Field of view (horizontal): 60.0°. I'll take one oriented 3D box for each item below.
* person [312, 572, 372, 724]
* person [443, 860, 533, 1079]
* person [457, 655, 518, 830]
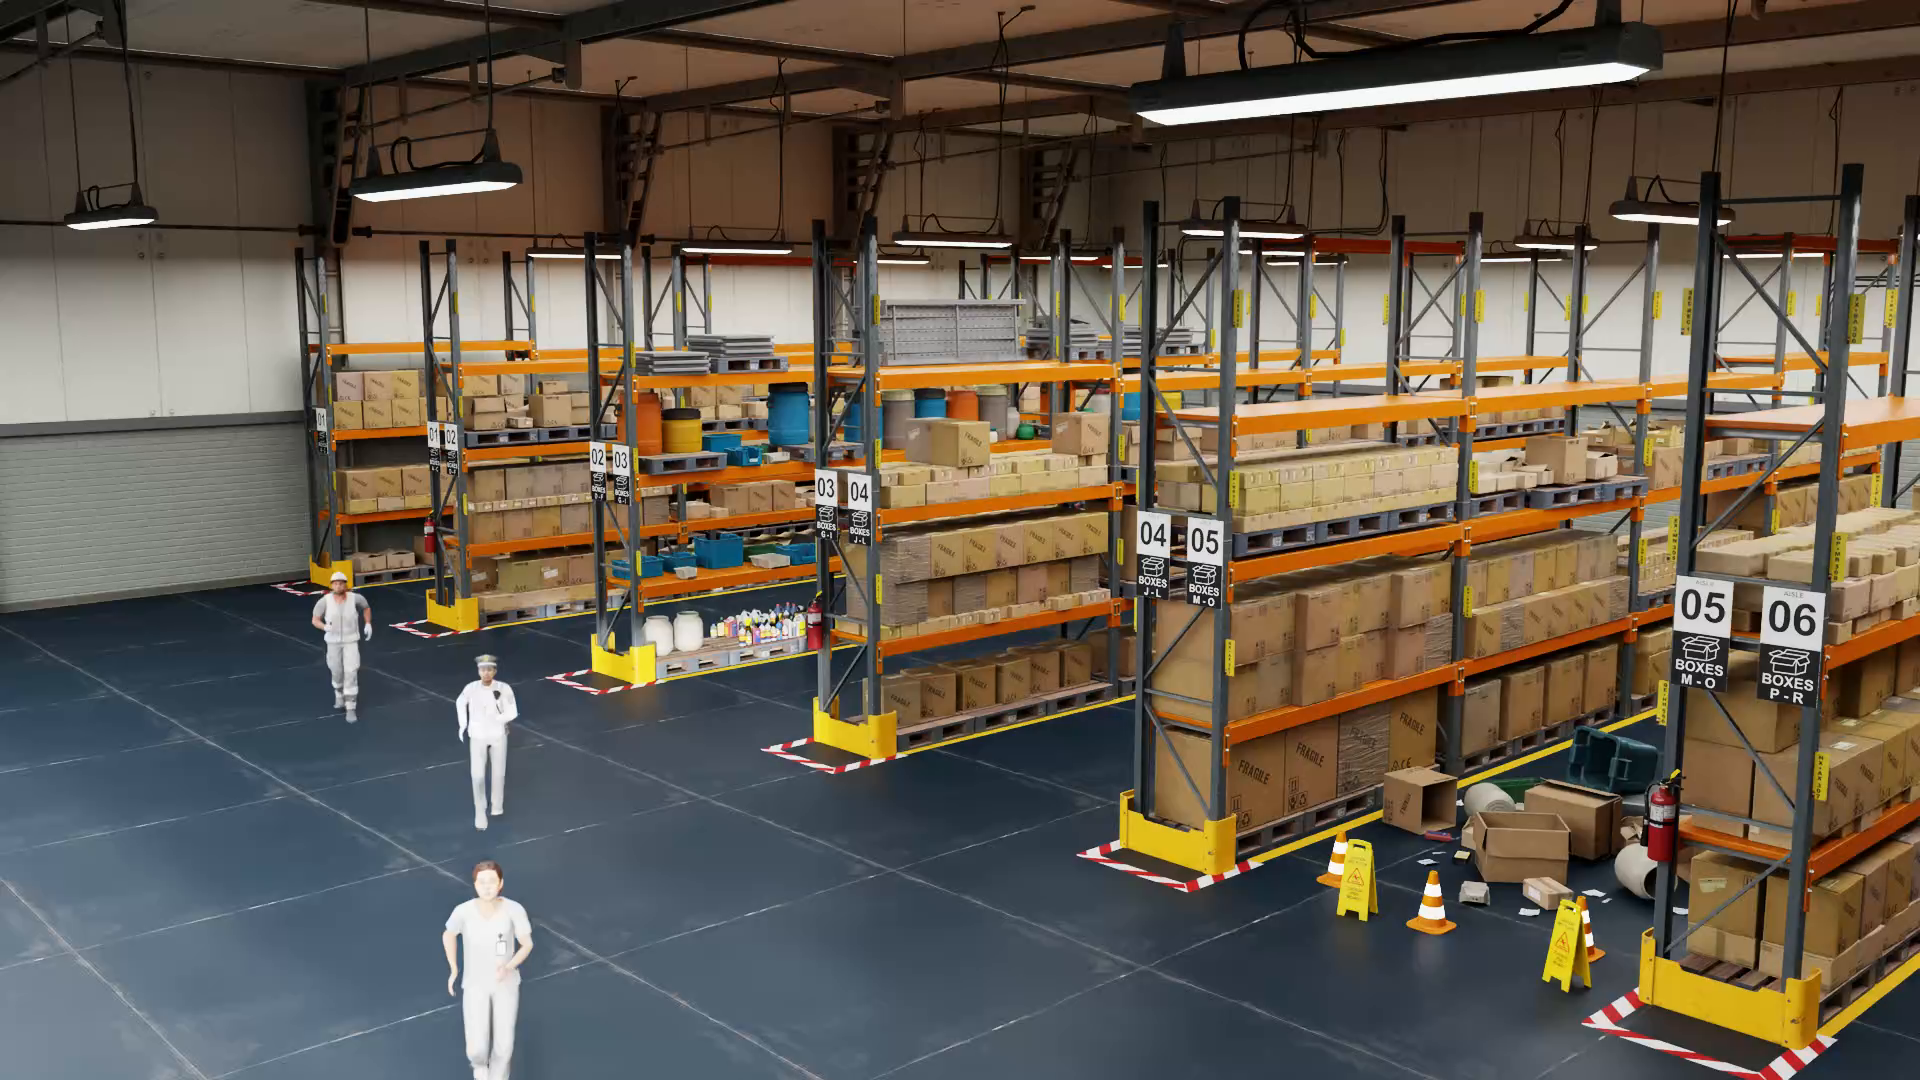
[{"bbox_3d":[-7.598,1.284,20.481,0.684,1.829,0.854,-3,9,-18],"label":"person"},{"bbox_3d":[-2.977,2.837,10.518,0.557,1.630,0.553,-2,9,-14],"label":"person"},{"bbox_3d":[-4.620,1.961,16.274,0.580,1.726,0.708,-2,9,-14],"label":"person"}]
